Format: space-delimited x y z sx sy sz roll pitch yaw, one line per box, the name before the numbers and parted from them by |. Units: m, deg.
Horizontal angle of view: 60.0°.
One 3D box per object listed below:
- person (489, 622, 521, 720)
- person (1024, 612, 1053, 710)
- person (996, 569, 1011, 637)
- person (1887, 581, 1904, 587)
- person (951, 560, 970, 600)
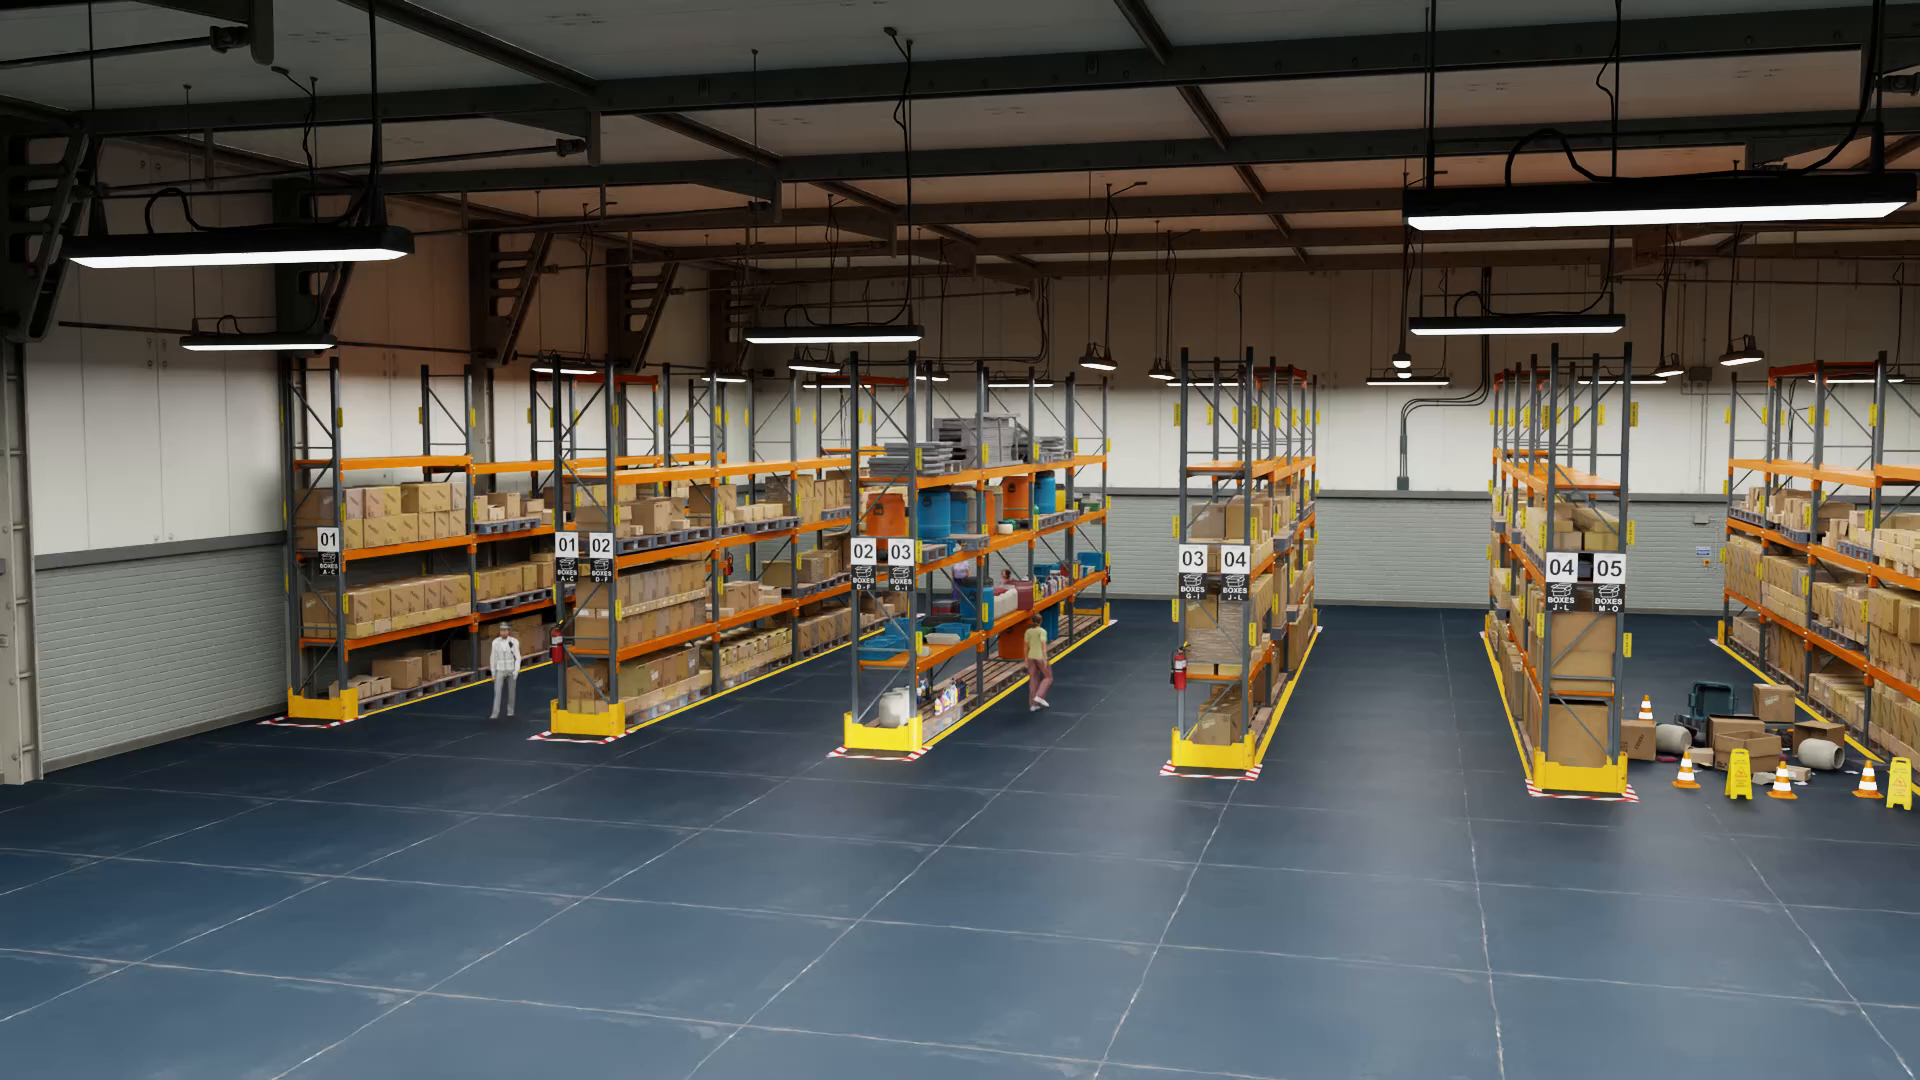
person | -7.498 2.152 27.415 0.518 1.624 1.036 -1 4 -15
person | 1.318 2.072 28.493 0.497 1.658 0.457 2 5 30
person | 1.067 1.419 37.928 0.409 1.555 0.866 4 6 43
person | 21.114 1.417 37.477 0.933 1.642 0.482 1 4 11
person | 0.009 1.079 42.409 0.522 1.588 1.011 1 4 12
